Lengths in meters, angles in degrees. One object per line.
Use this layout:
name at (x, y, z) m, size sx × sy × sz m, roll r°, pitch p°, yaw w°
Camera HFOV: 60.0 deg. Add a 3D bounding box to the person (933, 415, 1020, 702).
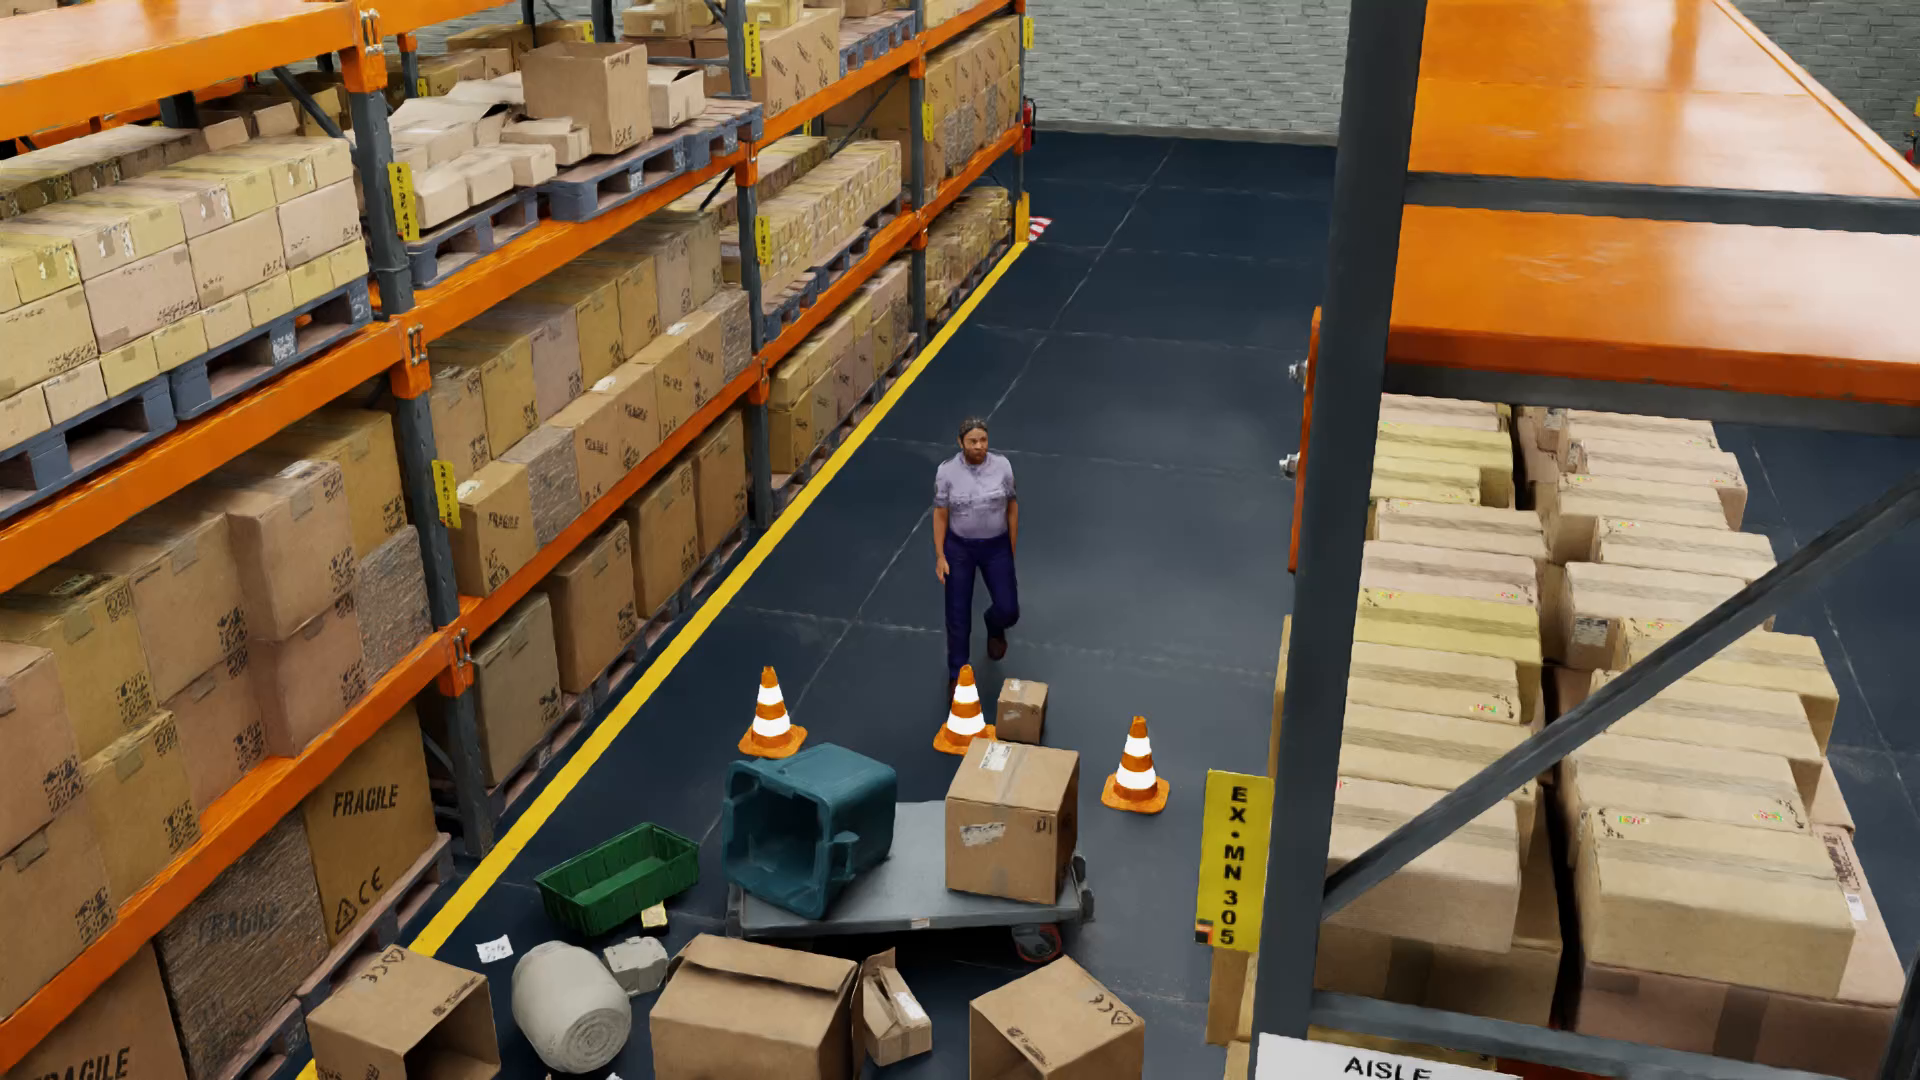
person at (0.097, 0.073, 9.535) m, size 0.496 × 1.630 × 0.664 m, roll -4°, pitch 26°, yaw -9°
